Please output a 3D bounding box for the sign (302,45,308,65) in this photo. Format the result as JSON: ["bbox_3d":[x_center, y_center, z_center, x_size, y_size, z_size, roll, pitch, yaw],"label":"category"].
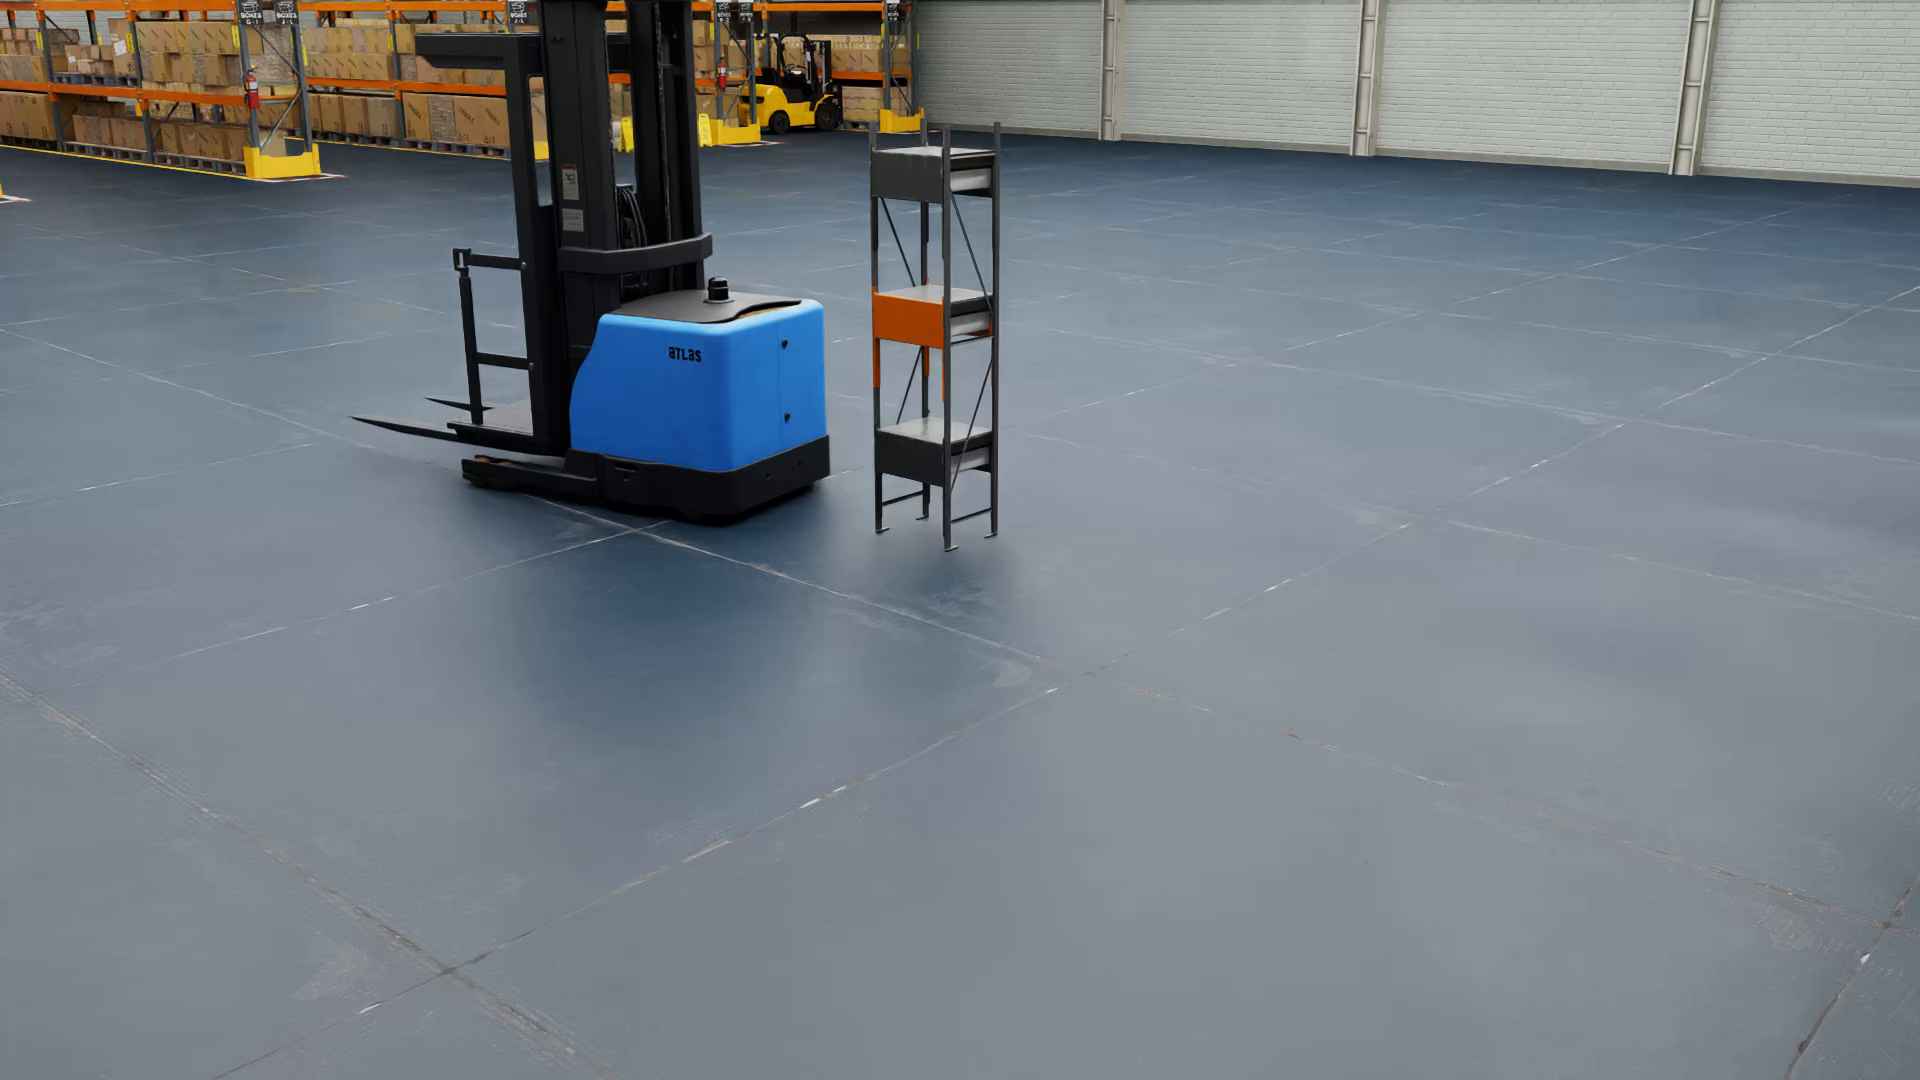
[{"bbox_3d":[-10.862,-8.026,27.512,0.005,0.325,0.100,15,23,39],"label":"sign"}]

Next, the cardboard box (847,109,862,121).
[{"bbox_3d":[-2.279,-9.871,38.608,0.500,0.250,0.500,15,23,39],"label":"cardboard box"}]

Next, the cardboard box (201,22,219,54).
[{"bbox_3d":[-12.176,-8.310,27.529,0.500,0.500,0.500,15,23,39],"label":"cardboard box"}]

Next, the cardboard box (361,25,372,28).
[{"bbox_3d":[-14.917,-12.903,42.491,0.500,0.500,0.500,15,23,40],"label":"cardboard box"}]

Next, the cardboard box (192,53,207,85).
[{"bbox_3d":[-12.414,-7.980,28.142,0.500,0.500,0.875,15,23,39],"label":"cardboard box"}]

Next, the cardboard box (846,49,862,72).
[{"bbox_3d":[-2.277,-11.050,38.306,0.500,0.500,0.500,16,24,41],"label":"cardboard box"}]

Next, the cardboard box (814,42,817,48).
[{"bbox_3d":[-3.342,-11.630,39.060,0.250,0.149,0.380,14,22,38],"label":"cardboard box"}]

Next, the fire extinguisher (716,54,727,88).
[{"bbox_3d":[-4.865,-9.569,33.932,0.183,0.674,0.296,15,23,39],"label":"fire extinguisher"}]

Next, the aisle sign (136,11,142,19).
[{"bbox_3d":[-20.075,-12.991,40.290,0.004,0.787,0.394,15,23,39],"label":"aisle sign"}]

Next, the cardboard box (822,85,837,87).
[{"bbox_3d":[-3.048,-10.548,39.089,0.500,0.250,0.500,14,23,38],"label":"cardboard box"}]

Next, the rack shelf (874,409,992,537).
[{"bbox_3d":[-0.124,-0.354,8.615,0.480,0.518,0.431,15,23,39],"label":"rack shelf"}]

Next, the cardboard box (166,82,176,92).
[{"bbox_3d":[-13.516,-7.858,28.830,0.250,0.149,0.380,15,23,39],"label":"cardboard box"}]

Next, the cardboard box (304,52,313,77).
[{"bbox_3d":[-13.681,-10.095,35.298,0.500,0.500,0.500,15,23,40],"label":"cardboard box"}]

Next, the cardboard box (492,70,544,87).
[{"bbox_3d":[-8.162,-8.728,30.908,0.550,0.550,0.875,15,23,39],"label":"cardboard box"}]

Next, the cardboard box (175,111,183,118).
[{"bbox_3d":[-18.476,-10.161,39.690,0.250,0.149,0.380,15,23,39],"label":"cardboard box"}]

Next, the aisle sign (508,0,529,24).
[{"bbox_3d":[-8.001,-9.750,30.076,0.004,0.787,0.394,15,23,39],"label":"aisle sign"}]

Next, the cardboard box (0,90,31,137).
[{"bbox_3d":[-19.037,-8.784,34.151,0.875,0.875,1.225,14,22,37],"label":"cardboard box"}]

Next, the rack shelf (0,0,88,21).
[{"bbox_3d":[-18.702,-10.586,33.238,4.000,0.370,1.077,15,23,39],"label":"rack shelf"}]

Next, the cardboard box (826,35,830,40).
[{"bbox_3d":[-2.911,-11.686,38.747,0.250,0.149,0.380,15,23,40],"label":"cardboard box"}]

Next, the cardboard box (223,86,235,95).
[{"bbox_3d":[-11.980,-7.470,27.608,0.250,0.149,0.380,15,23,39],"label":"cardboard box"}]

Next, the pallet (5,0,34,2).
[{"bbox_3d":[-17.723,-10.554,32.262,1.003,0.211,1.213,16,24,42],"label":"pallet"}]

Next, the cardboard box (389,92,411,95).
[{"bbox_3d":[-14.018,-11.272,42.711,0.875,0.438,0.875,15,23,38],"label":"cardboard box"}]

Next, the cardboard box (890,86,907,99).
[{"bbox_3d":[-1.586,-10.362,38.502,0.500,0.250,0.500,15,23,38],"label":"cardboard box"}]

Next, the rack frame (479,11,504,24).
[{"bbox_3d":[-13.320,-14.069,47.985,0.127,3.000,1.000,15,23,39],"label":"rack frame"}]

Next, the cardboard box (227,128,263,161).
[{"bbox_3d":[-12.148,-6.741,28.332,0.500,0.500,0.500,-11,21,-31],"label":"cardboard box"}]

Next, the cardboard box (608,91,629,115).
[{"bbox_3d":[-7.374,-9.604,36.525,0.500,0.500,0.500,16,24,42],"label":"cardboard box"}]

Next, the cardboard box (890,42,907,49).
[{"bbox_3d":[-1.434,-11.340,38.148,0.250,0.149,0.380,14,23,38],"label":"cardboard box"}]

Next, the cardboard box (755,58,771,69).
[{"bbox_3d":[-4.895,-11.630,40.548,0.500,0.250,0.500,16,23,40],"label":"cardboard box"}]

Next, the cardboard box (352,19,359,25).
[{"bbox_3d":[-15.398,-13.324,42.746,0.250,0.149,0.380,14,23,38],"label":"cardboard box"}]

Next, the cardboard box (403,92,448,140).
[{"bbox_3d":[-10.422,-8.441,33.069,0.875,0.875,0.875,15,23,40],"label":"cardboard box"}]

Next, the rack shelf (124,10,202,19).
[{"bbox_3d":[-18.326,-12.491,39.241,4.000,0.370,1.077,15,23,39],"label":"rack shelf"}]

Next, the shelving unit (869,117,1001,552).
[{"bbox_3d":[-0.124,-1.034,8.399,0.503,2.100,0.431,15,23,39],"label":"shelving unit"}]

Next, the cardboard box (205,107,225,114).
[{"bbox_3d":[-17.276,-9.977,38.616,0.250,0.149,0.380,16,23,40],"label":"cardboard box"}]

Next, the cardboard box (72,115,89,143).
[{"bbox_3d":[-16.692,-7.985,32.220,0.500,0.500,0.700,14,22,36],"label":"cardboard box"}]

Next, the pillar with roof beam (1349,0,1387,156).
[{"bbox_3d":[4.843,-10.676,27.377,0.400,9.000,9.100,15,23,39],"label":"pillar with roof beam"}]

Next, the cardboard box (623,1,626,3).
[{"bbox_3d":[-6.988,-11.579,35.594,0.250,0.149,0.380,16,24,41],"label":"cardboard box"}]

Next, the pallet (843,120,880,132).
[{"bbox_3d":[-1.952,-9.672,38.738,1.213,0.211,1.003,15,23,39],"label":"pallet"}]

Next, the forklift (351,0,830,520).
[{"bbox_3d":[-2.283,-1.807,9.461,3.031,2.935,1.130,10,20,28],"label":"forklift"}]

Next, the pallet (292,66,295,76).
[{"bbox_3d":[-14.442,-10.227,36.194,1.003,0.211,1.213,15,23,39],"label":"pallet"}]

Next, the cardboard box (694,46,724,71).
[{"bbox_3d":[-5.233,-9.969,34.408,0.500,0.500,0.500,15,23,38],"label":"cardboard box"}]

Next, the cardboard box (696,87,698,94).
[{"bbox_3d":[-5.736,-9.449,34.967,0.250,0.149,0.380,16,24,41],"label":"cardboard box"}]

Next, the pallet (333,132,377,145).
[{"bbox_3d":[-12.390,-8.450,34.887,1.213,0.211,1.003,15,23,39],"label":"pallet"}]

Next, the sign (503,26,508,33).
[{"bbox_3d":[-8.225,-9.138,30.139,0.005,0.325,0.100,15,23,39],"label":"sign"}]

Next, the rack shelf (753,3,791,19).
[{"bbox_3d":[-5.840,-13.148,41.313,4.000,0.370,1.077,15,23,39],"label":"rack shelf"}]

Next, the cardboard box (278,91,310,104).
[{"bbox_3d":[-14.524,-9.643,36.237,0.500,0.250,0.500,14,23,38],"label":"cardboard box"}]

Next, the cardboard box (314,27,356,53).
[{"bbox_3d":[-13.130,-10.530,35.013,0.500,0.500,0.700,15,23,38],"label":"cardboard box"}]

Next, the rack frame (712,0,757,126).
[{"bbox_3d":[-4.644,-9.733,34.321,0.127,3.000,1.000,15,23,39],"label":"rack frame"}]

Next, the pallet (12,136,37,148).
[{"bbox_3d":[-18.654,-8.188,34.064,1.213,0.211,1.003,15,23,39],"label":"pallet"}]

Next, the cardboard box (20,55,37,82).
[{"bbox_3d":[-18.108,-9.289,32.758,0.500,0.500,0.500,15,23,39],"label":"cardboard box"}]

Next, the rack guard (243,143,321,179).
[{"bbox_3d":[-11.279,-6.315,27.682,0.348,0.500,1.175,15,23,39],"label":"rack guard"}]

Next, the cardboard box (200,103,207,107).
[{"bbox_3d":[-17.486,-10.182,38.771,0.250,0.149,0.380,15,23,40],"label":"cardboard box"}]
